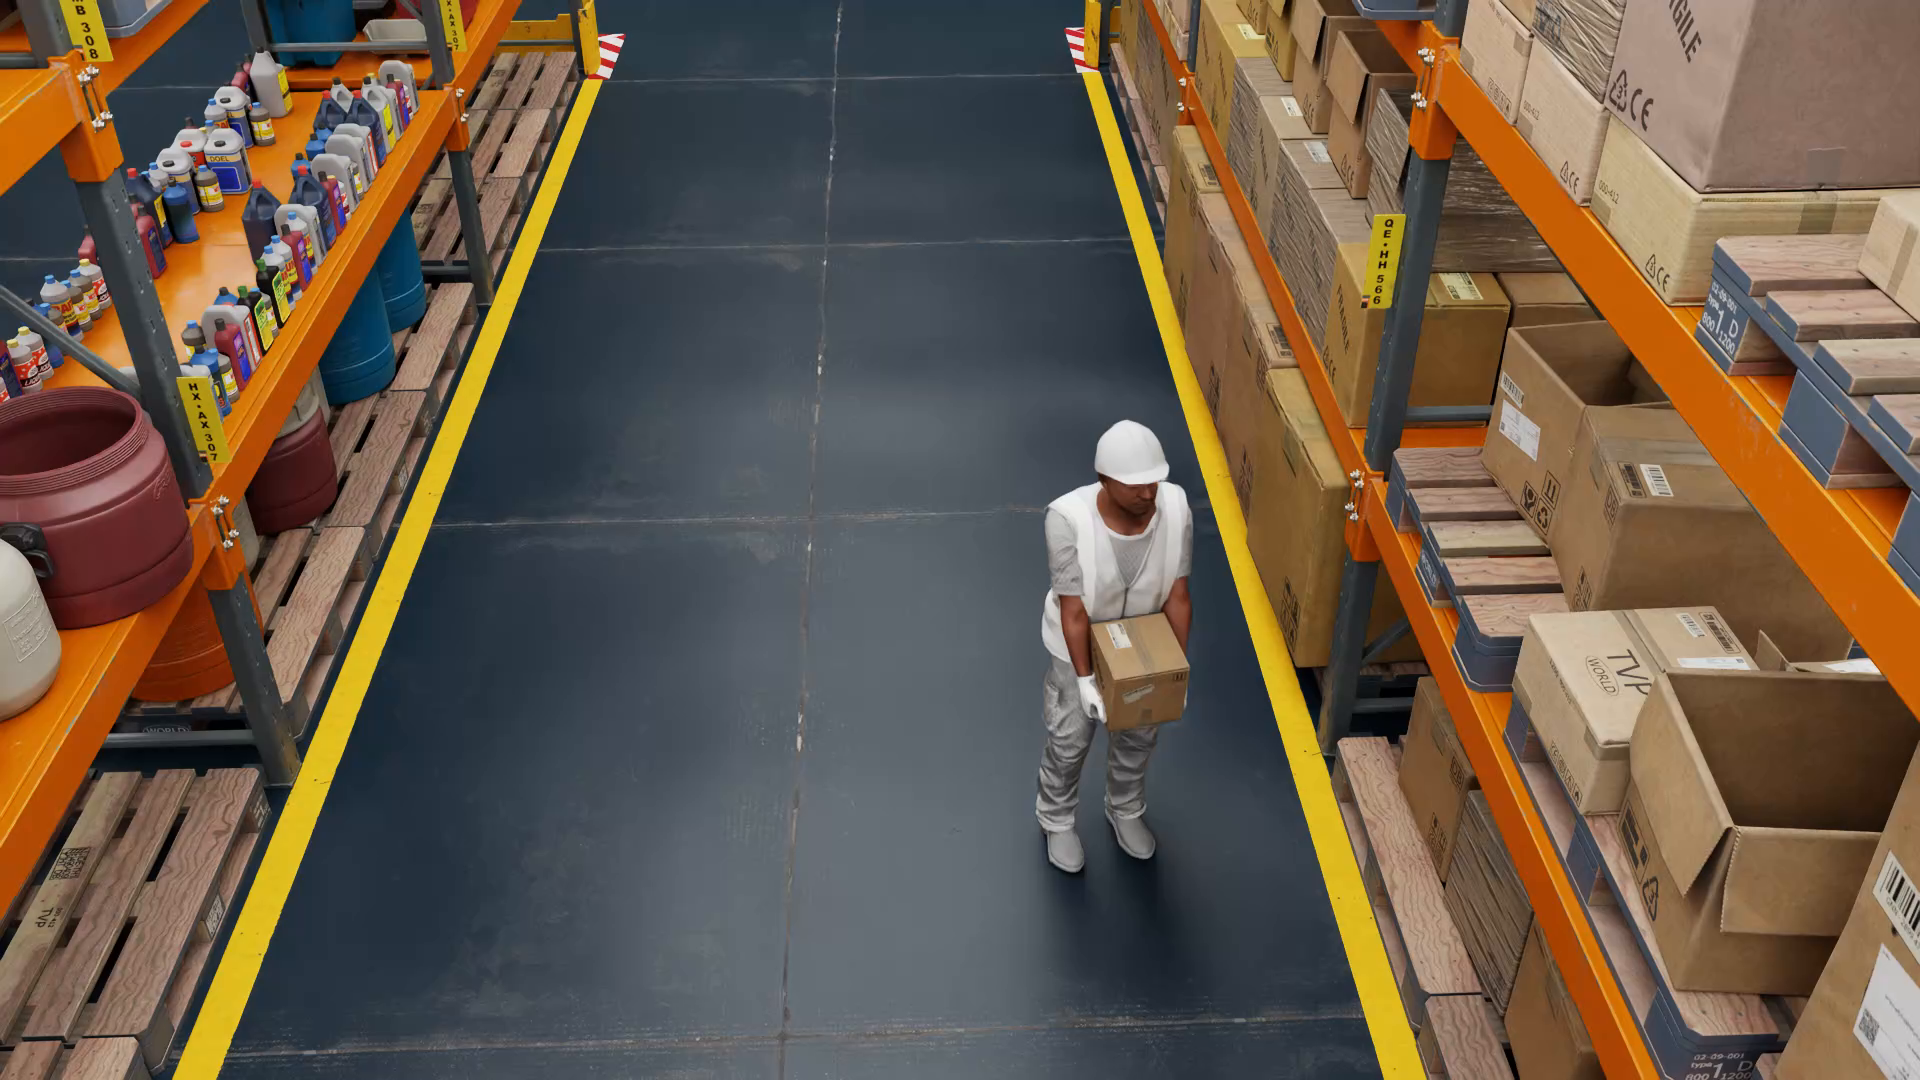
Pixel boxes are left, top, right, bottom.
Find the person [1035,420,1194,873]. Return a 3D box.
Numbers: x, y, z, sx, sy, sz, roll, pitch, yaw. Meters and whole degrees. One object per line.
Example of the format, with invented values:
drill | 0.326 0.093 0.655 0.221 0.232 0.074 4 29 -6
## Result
person | 0.533 0.403 5.555 0.492 1.777 0.581 -9 36 -13
